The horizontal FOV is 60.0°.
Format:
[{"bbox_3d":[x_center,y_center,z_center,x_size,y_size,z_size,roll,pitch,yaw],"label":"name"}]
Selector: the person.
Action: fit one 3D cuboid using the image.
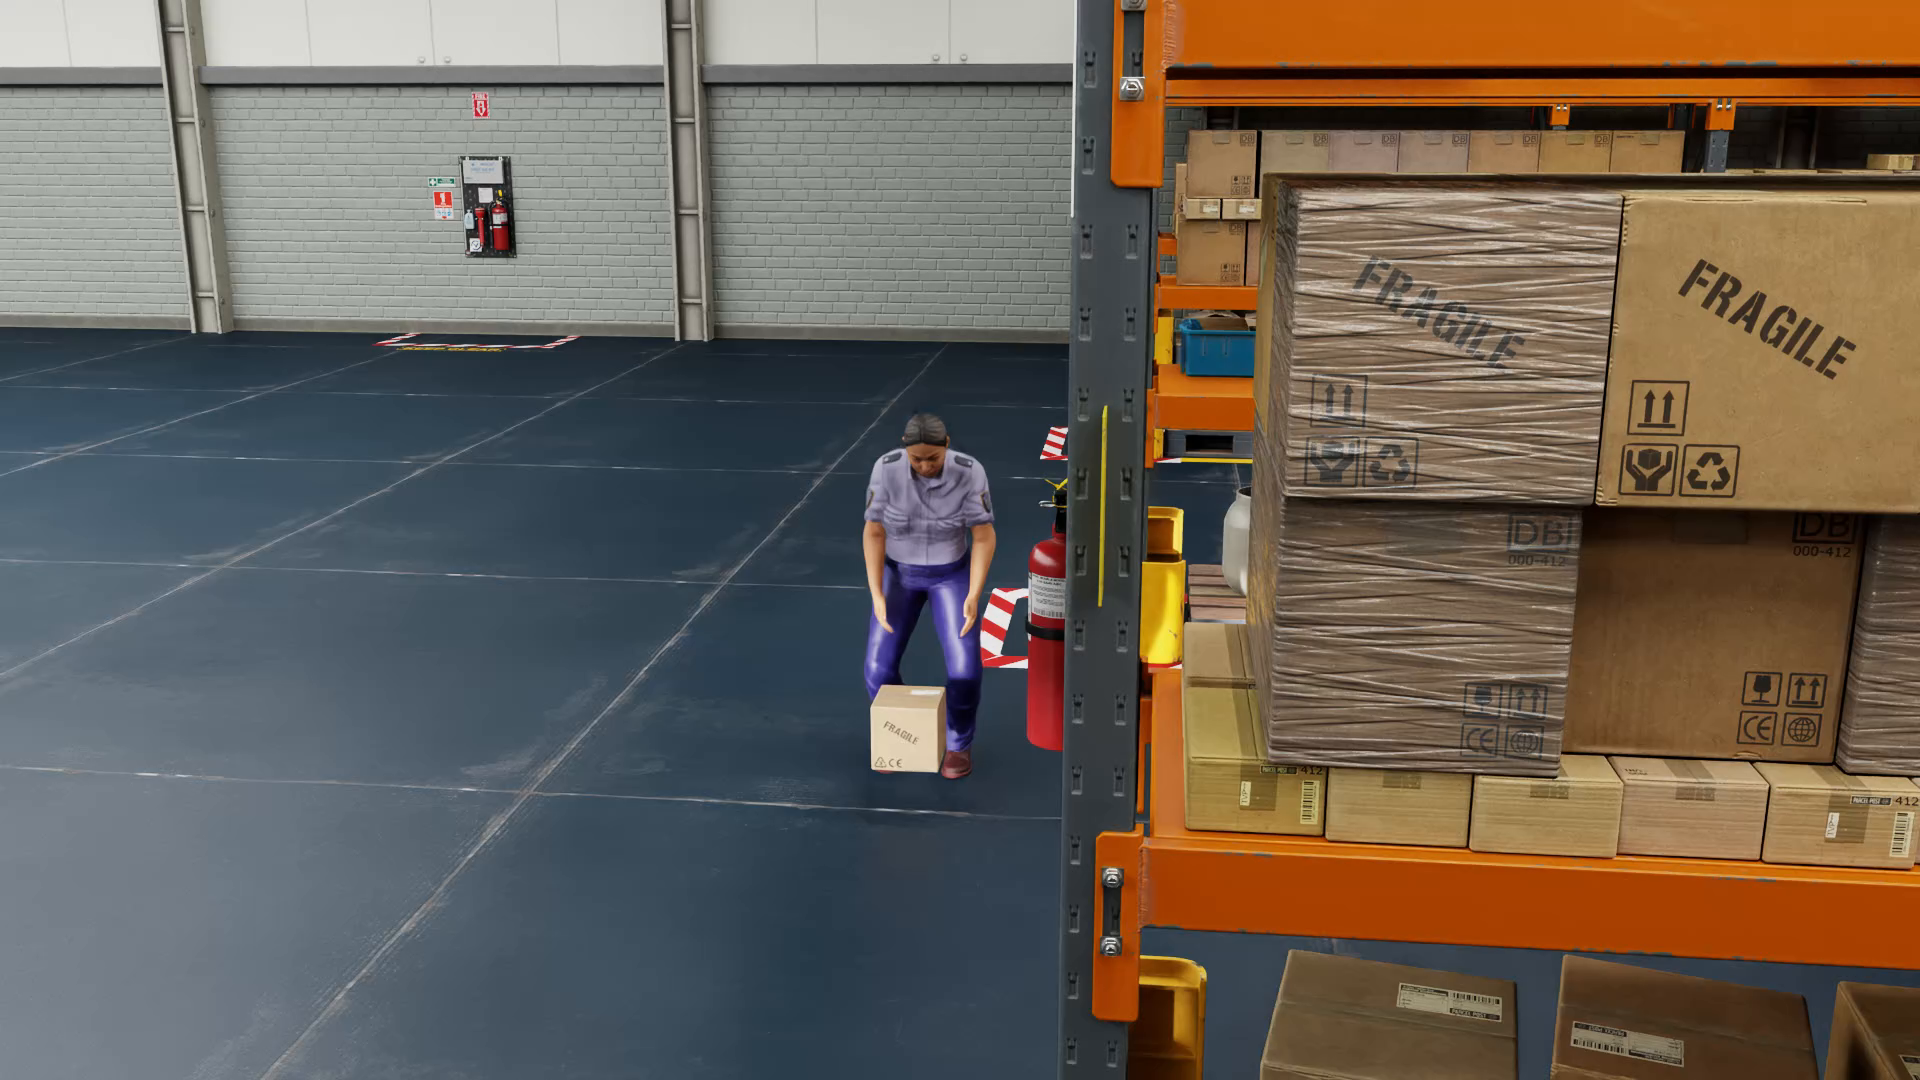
[{"bbox_3d":[-0.112,0.198,6.609,0.525,1.490,0.551,2,15,7],"label":"person"}]
